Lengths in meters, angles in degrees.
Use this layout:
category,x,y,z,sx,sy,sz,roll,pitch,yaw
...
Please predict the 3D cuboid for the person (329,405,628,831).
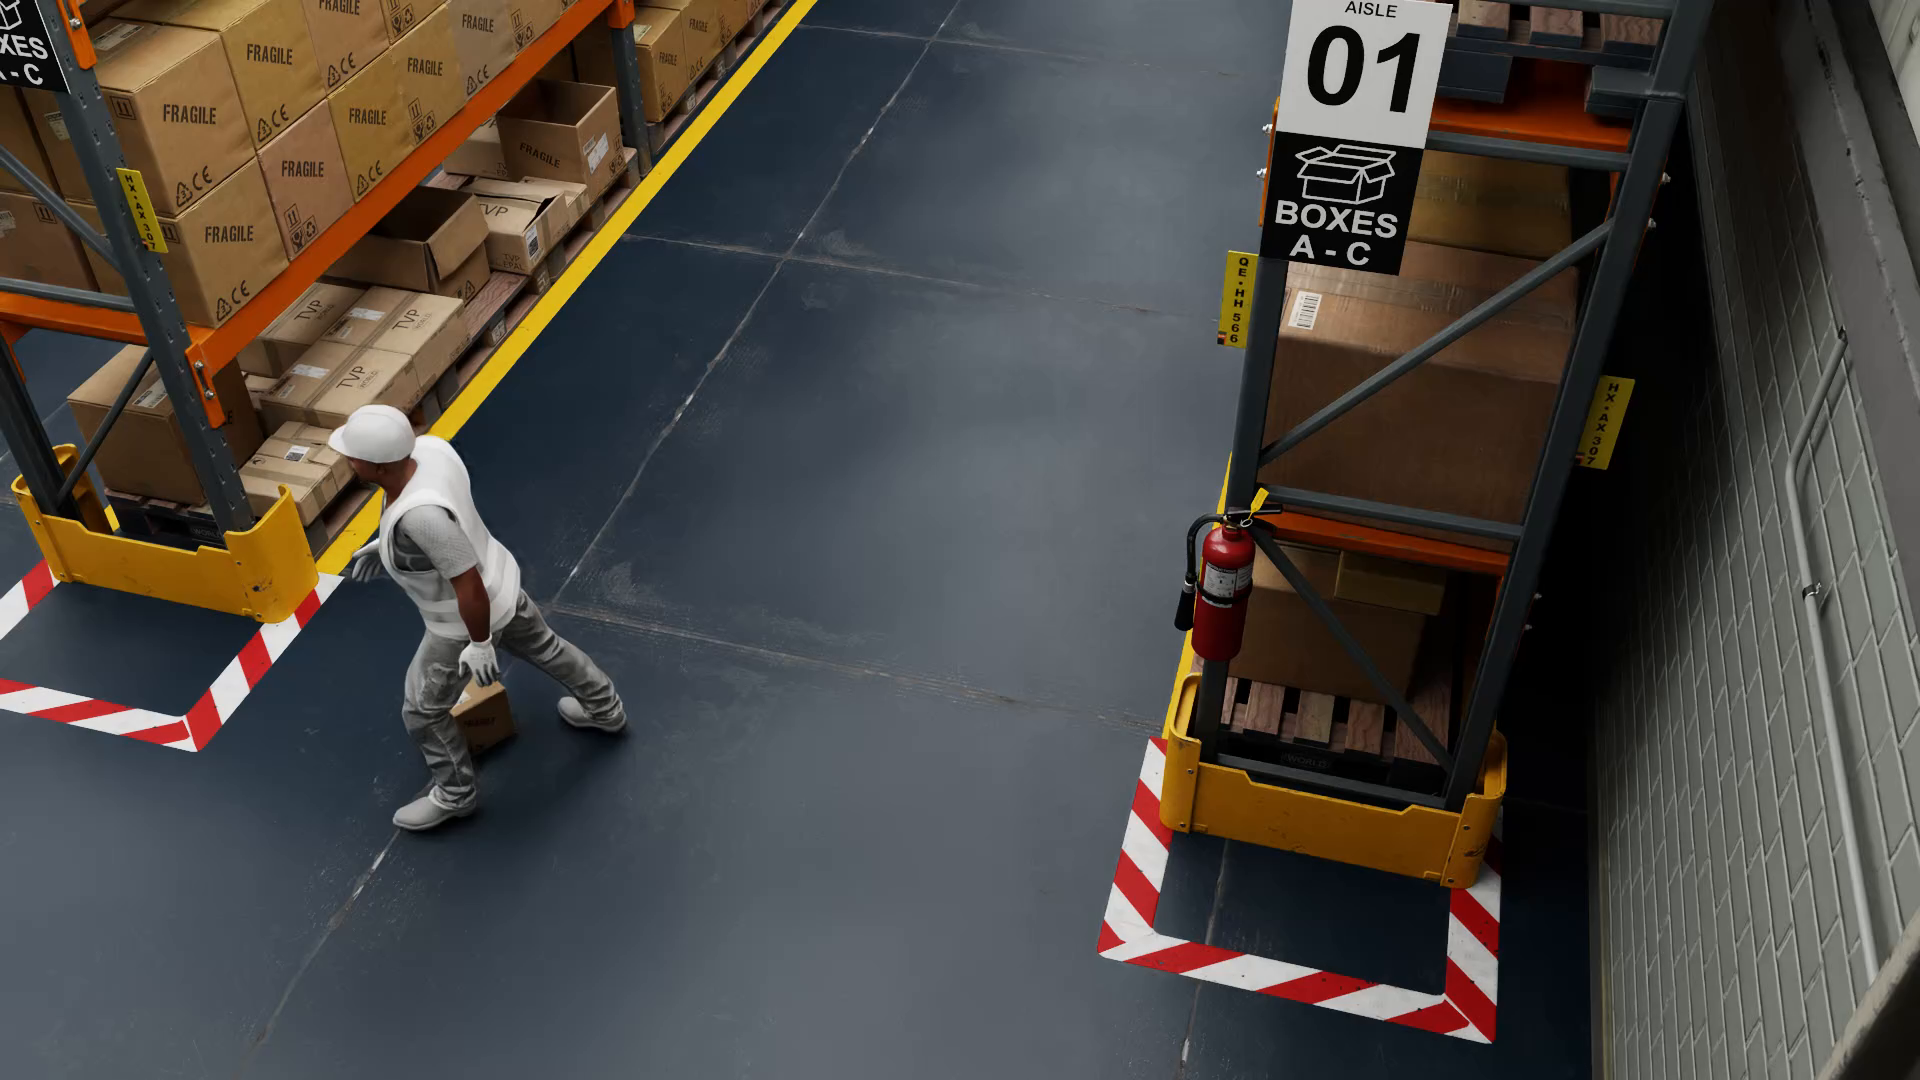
category,x,y,z,sx,sy,sz,roll,pitch,yaw
person,-1.734,0.222,5.913,0.868,1.722,0.680,-3,41,-4
